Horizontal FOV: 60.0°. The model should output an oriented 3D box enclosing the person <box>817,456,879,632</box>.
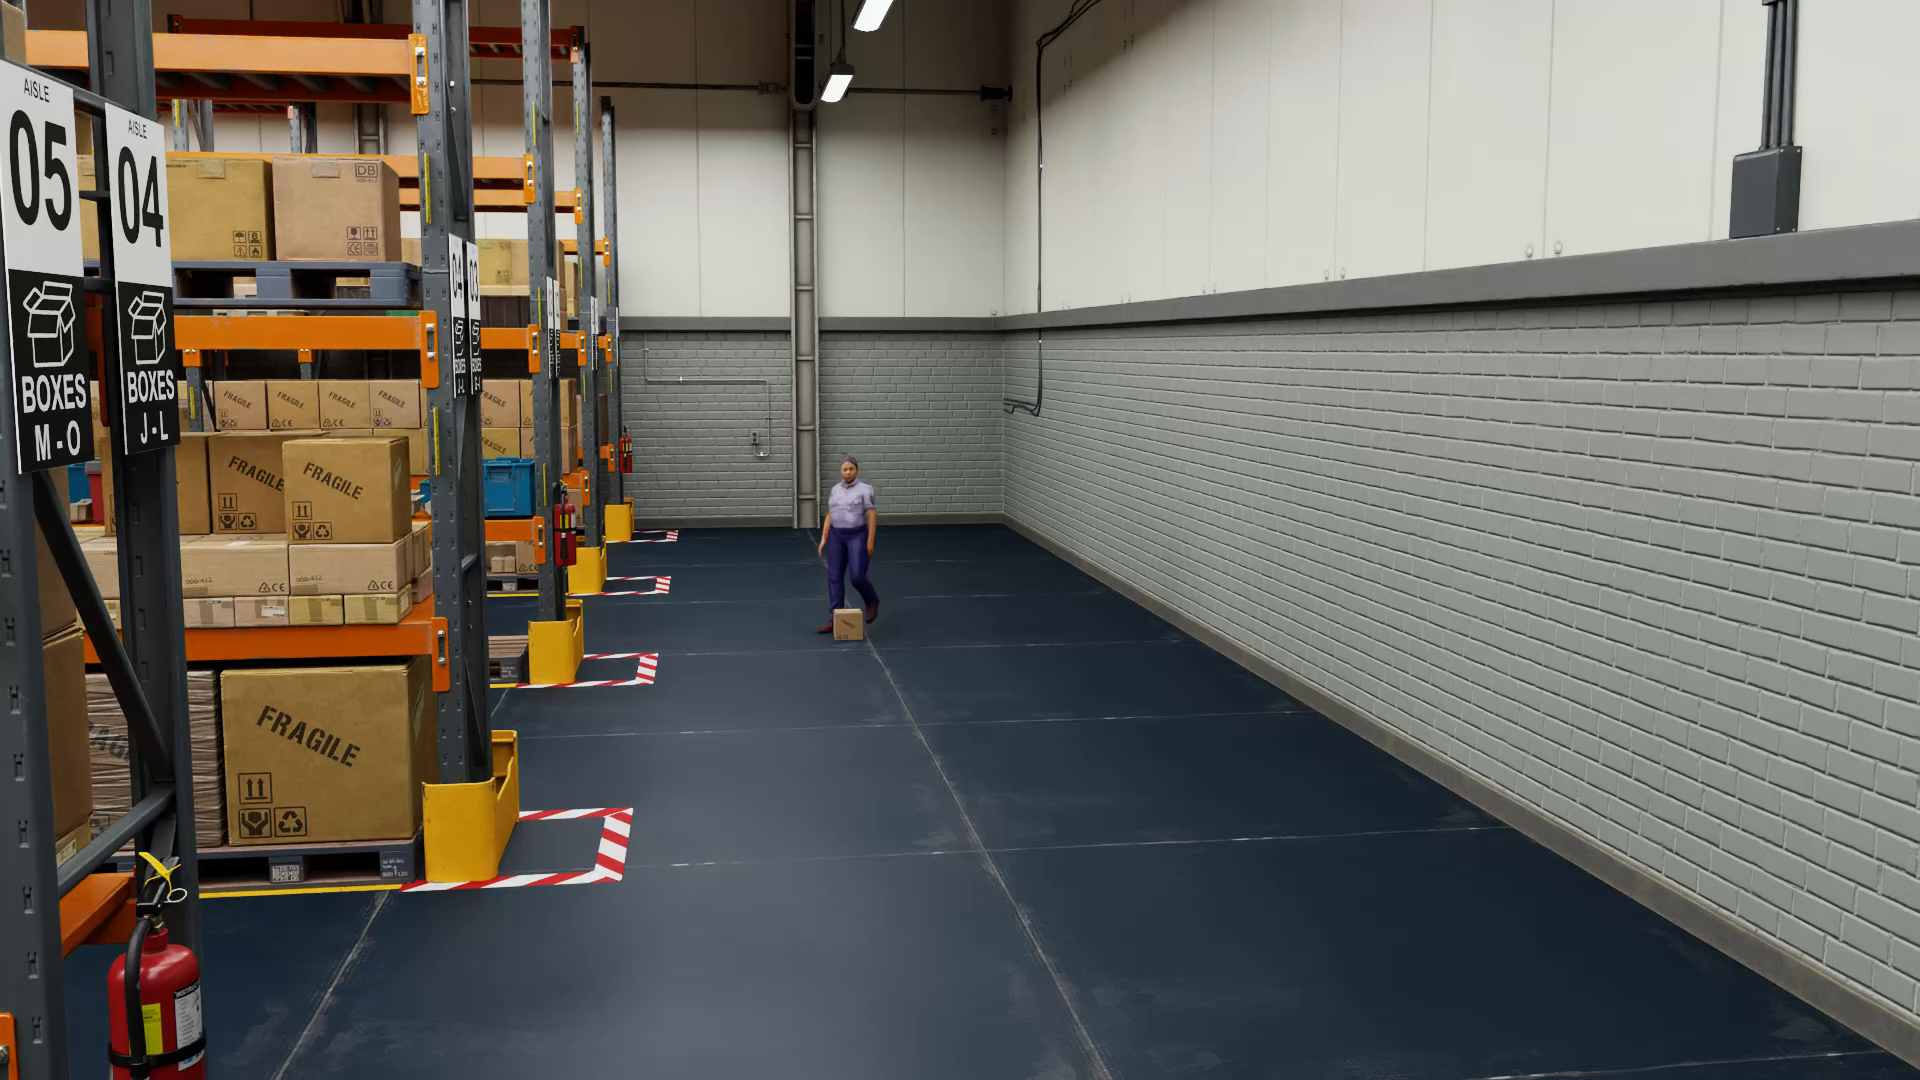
[{"bbox_3d":[-1.076,0.029,15.640,0.521,1.627,0.649,3,7,26],"label":"person"}]
